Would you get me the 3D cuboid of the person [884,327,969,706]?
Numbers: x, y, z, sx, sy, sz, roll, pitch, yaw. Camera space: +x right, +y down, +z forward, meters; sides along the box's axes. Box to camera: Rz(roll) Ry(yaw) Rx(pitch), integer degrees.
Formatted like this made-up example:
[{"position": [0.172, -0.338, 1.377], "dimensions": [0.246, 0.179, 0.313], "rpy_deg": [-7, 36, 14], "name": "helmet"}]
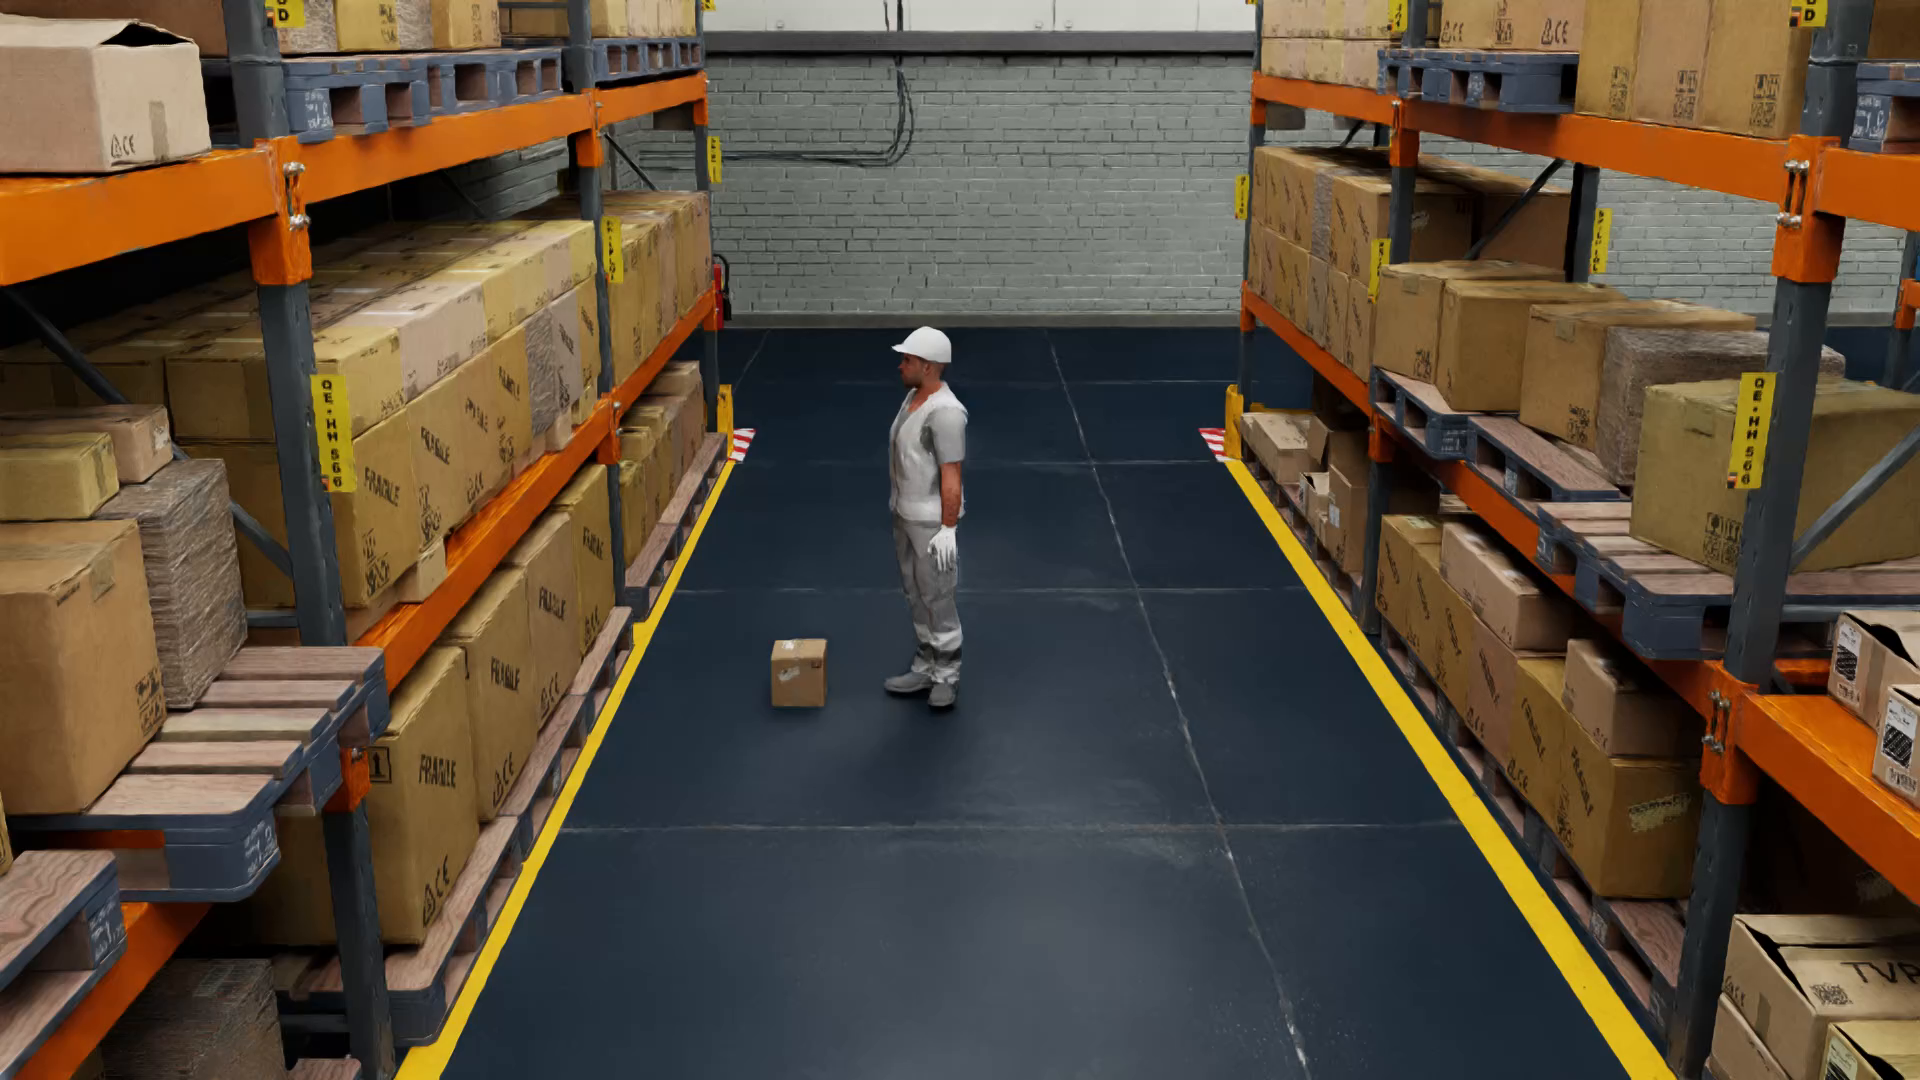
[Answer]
[{"position": [-0.152, -0.099, 7.757], "dimensions": [0.329, 1.792, 0.655], "rpy_deg": [-8, 19, -24], "name": "person"}]
